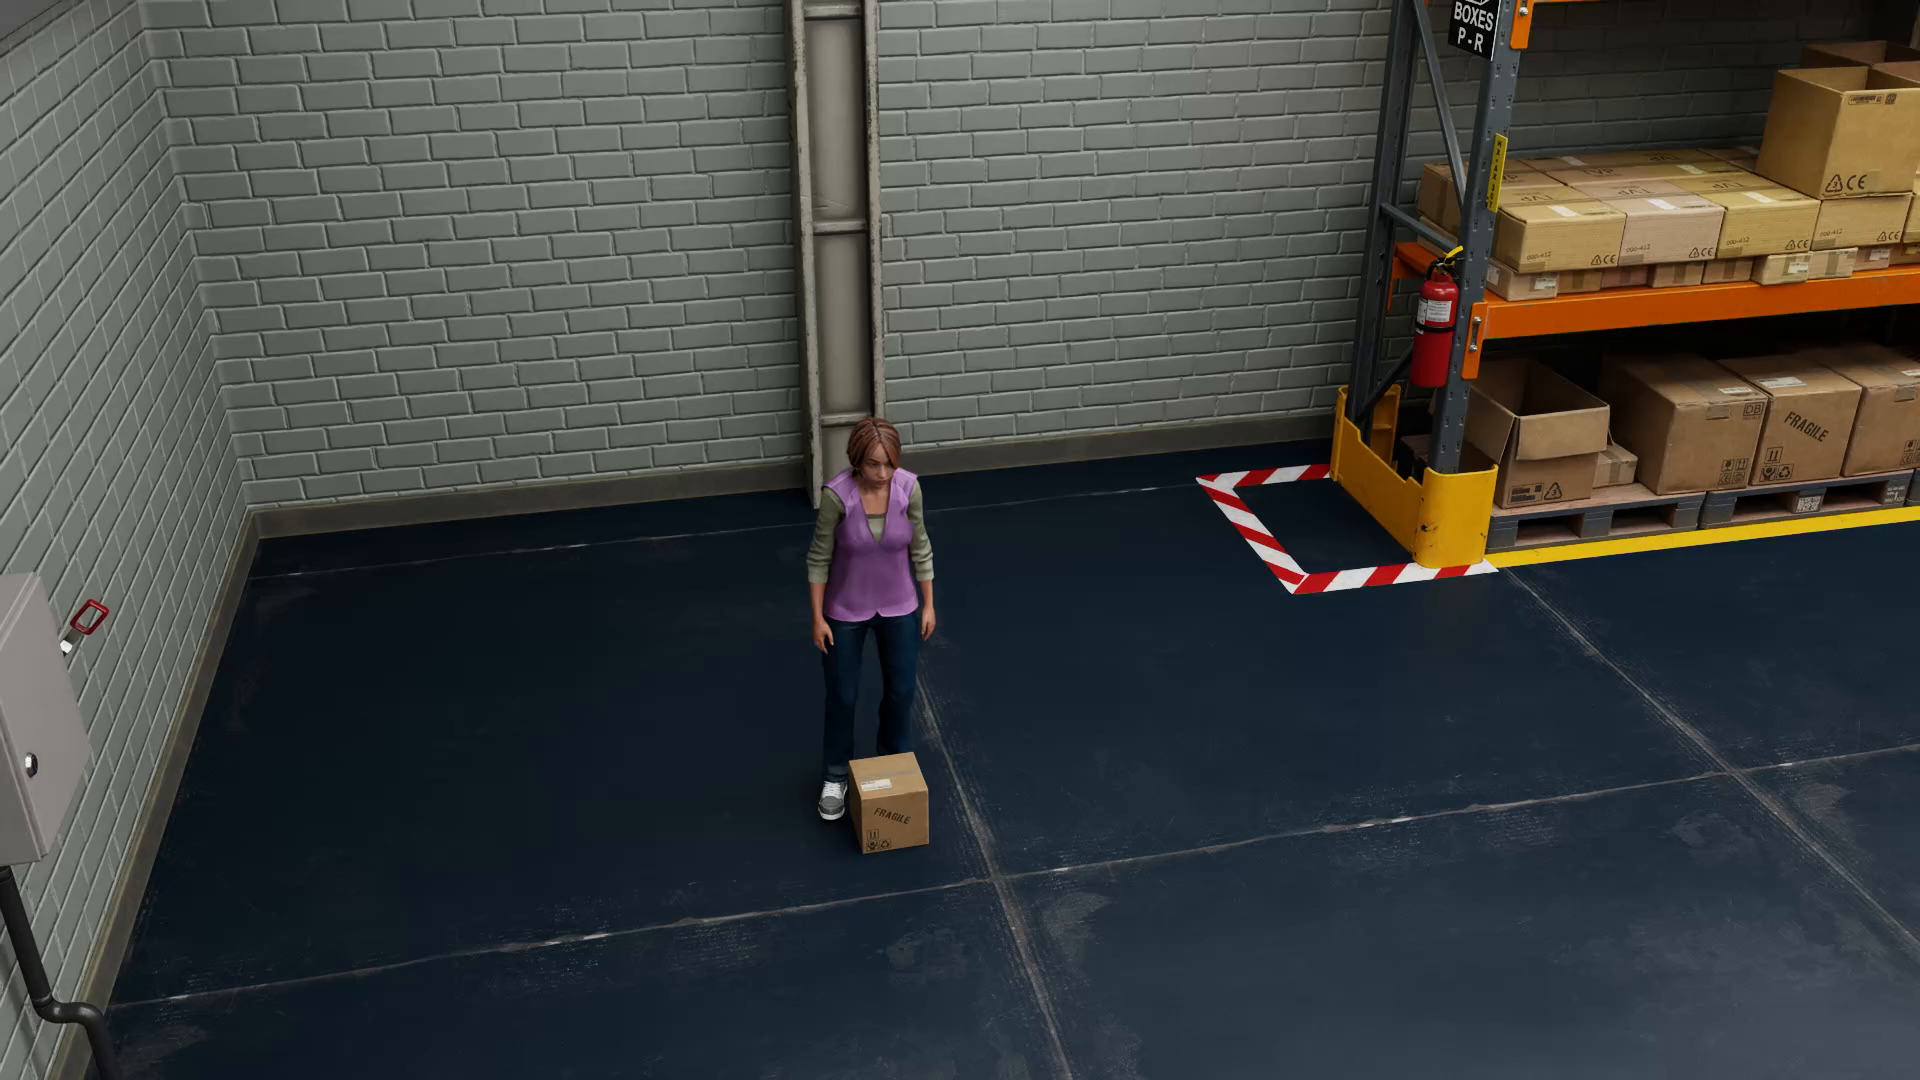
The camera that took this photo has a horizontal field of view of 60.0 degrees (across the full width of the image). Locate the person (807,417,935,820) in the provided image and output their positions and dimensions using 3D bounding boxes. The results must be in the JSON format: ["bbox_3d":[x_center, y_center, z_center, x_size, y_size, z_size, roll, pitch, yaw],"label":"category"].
[{"bbox_3d":[-0.326,0.273,6.095,0.481,1.594,0.343,-7,28,-13],"label":"person"}]
